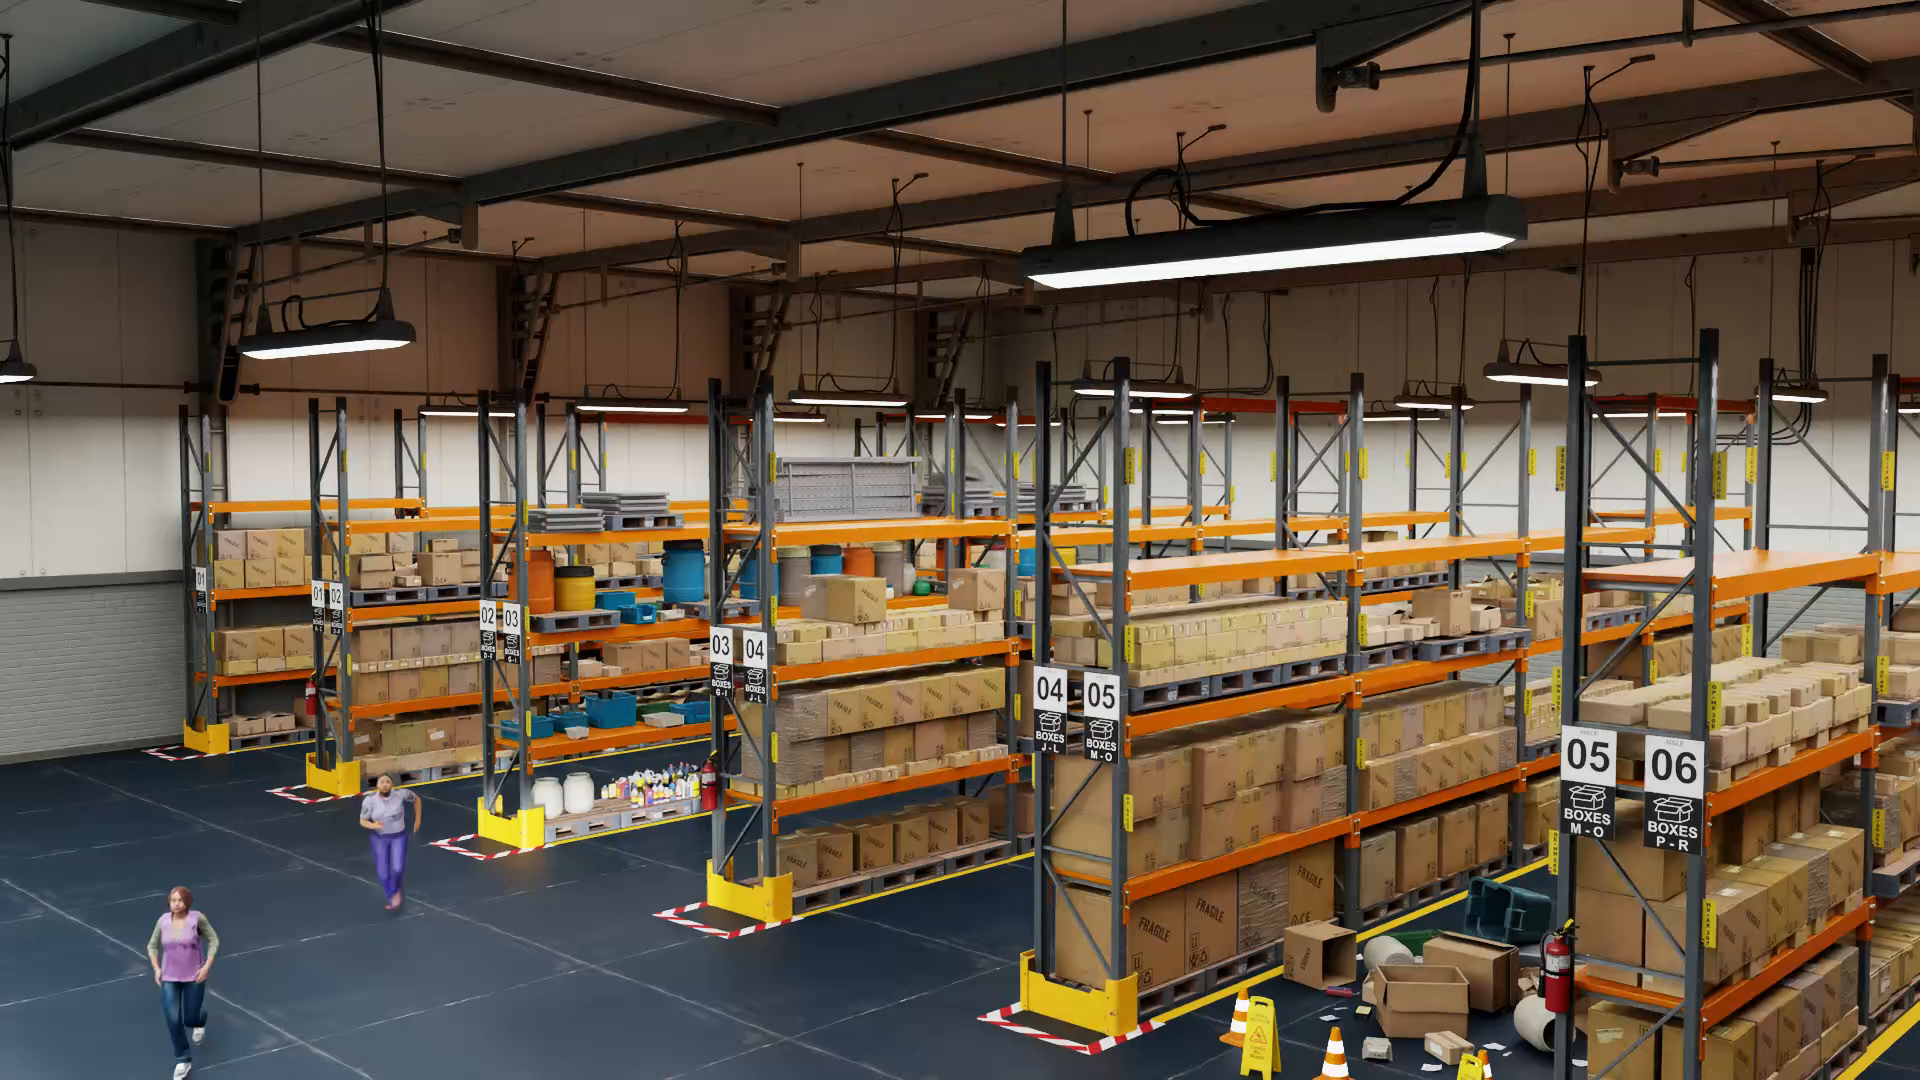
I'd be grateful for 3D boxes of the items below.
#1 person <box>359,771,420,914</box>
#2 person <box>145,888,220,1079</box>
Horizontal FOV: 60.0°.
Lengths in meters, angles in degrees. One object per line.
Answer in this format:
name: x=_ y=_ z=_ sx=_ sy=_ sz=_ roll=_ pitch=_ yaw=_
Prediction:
person: x=-6.349 y=3.363 z=18.534 sx=0.633 sy=1.609 sz=0.772 roll=-1 pitch=3 yaw=-17
person: x=-6.494 y=3.660 z=13.910 sx=0.569 sy=1.558 sz=0.565 roll=-1 pitch=3 yaw=-17
